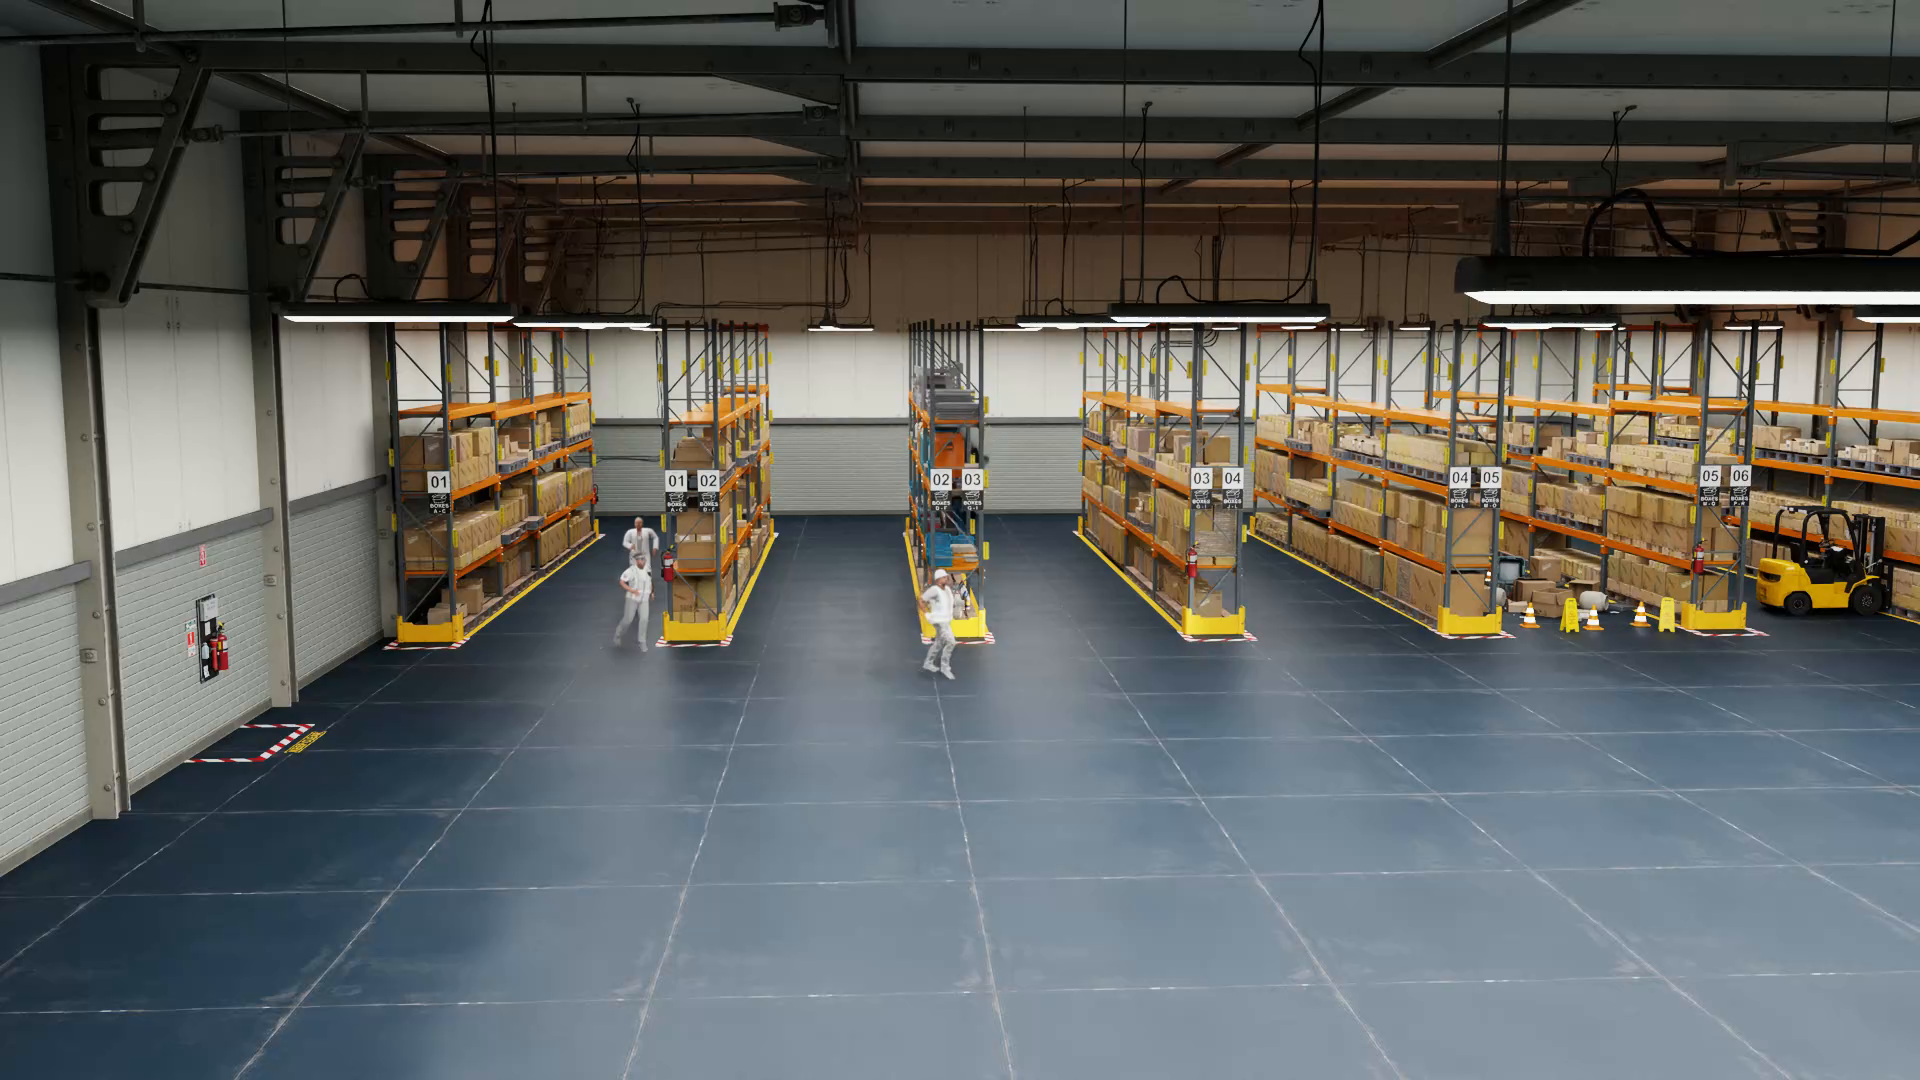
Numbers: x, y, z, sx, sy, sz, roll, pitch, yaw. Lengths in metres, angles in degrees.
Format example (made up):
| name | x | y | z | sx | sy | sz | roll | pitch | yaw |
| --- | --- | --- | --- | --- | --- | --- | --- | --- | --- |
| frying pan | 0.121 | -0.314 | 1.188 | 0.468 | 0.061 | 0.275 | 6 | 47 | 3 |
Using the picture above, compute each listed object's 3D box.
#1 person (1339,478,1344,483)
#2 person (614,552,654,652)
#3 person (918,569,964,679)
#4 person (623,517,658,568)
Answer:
| name | x | y | z | sx | sy | sz | roll | pitch | yaw |
| --- | --- | --- | --- | --- | --- | --- | --- | --- | --- |
| person | 10.590 | -0.827 | 46.111 | 0.634 | 1.787 | 0.893 | -1 | 7 | -7 |
| person | -5.878 | 1.095 | 30.435 | 0.737 | 1.765 | 0.962 | -5 | 9 | -36 |
| person | -0.298 | 1.407 | 27.865 | 0.766 | 1.843 | 0.663 | 3 | 8 | 23 |
| person | -6.887 | 0.434 | 35.879 | 0.735 | 1.869 | 0.836 | 0 | 7 | -4 |
